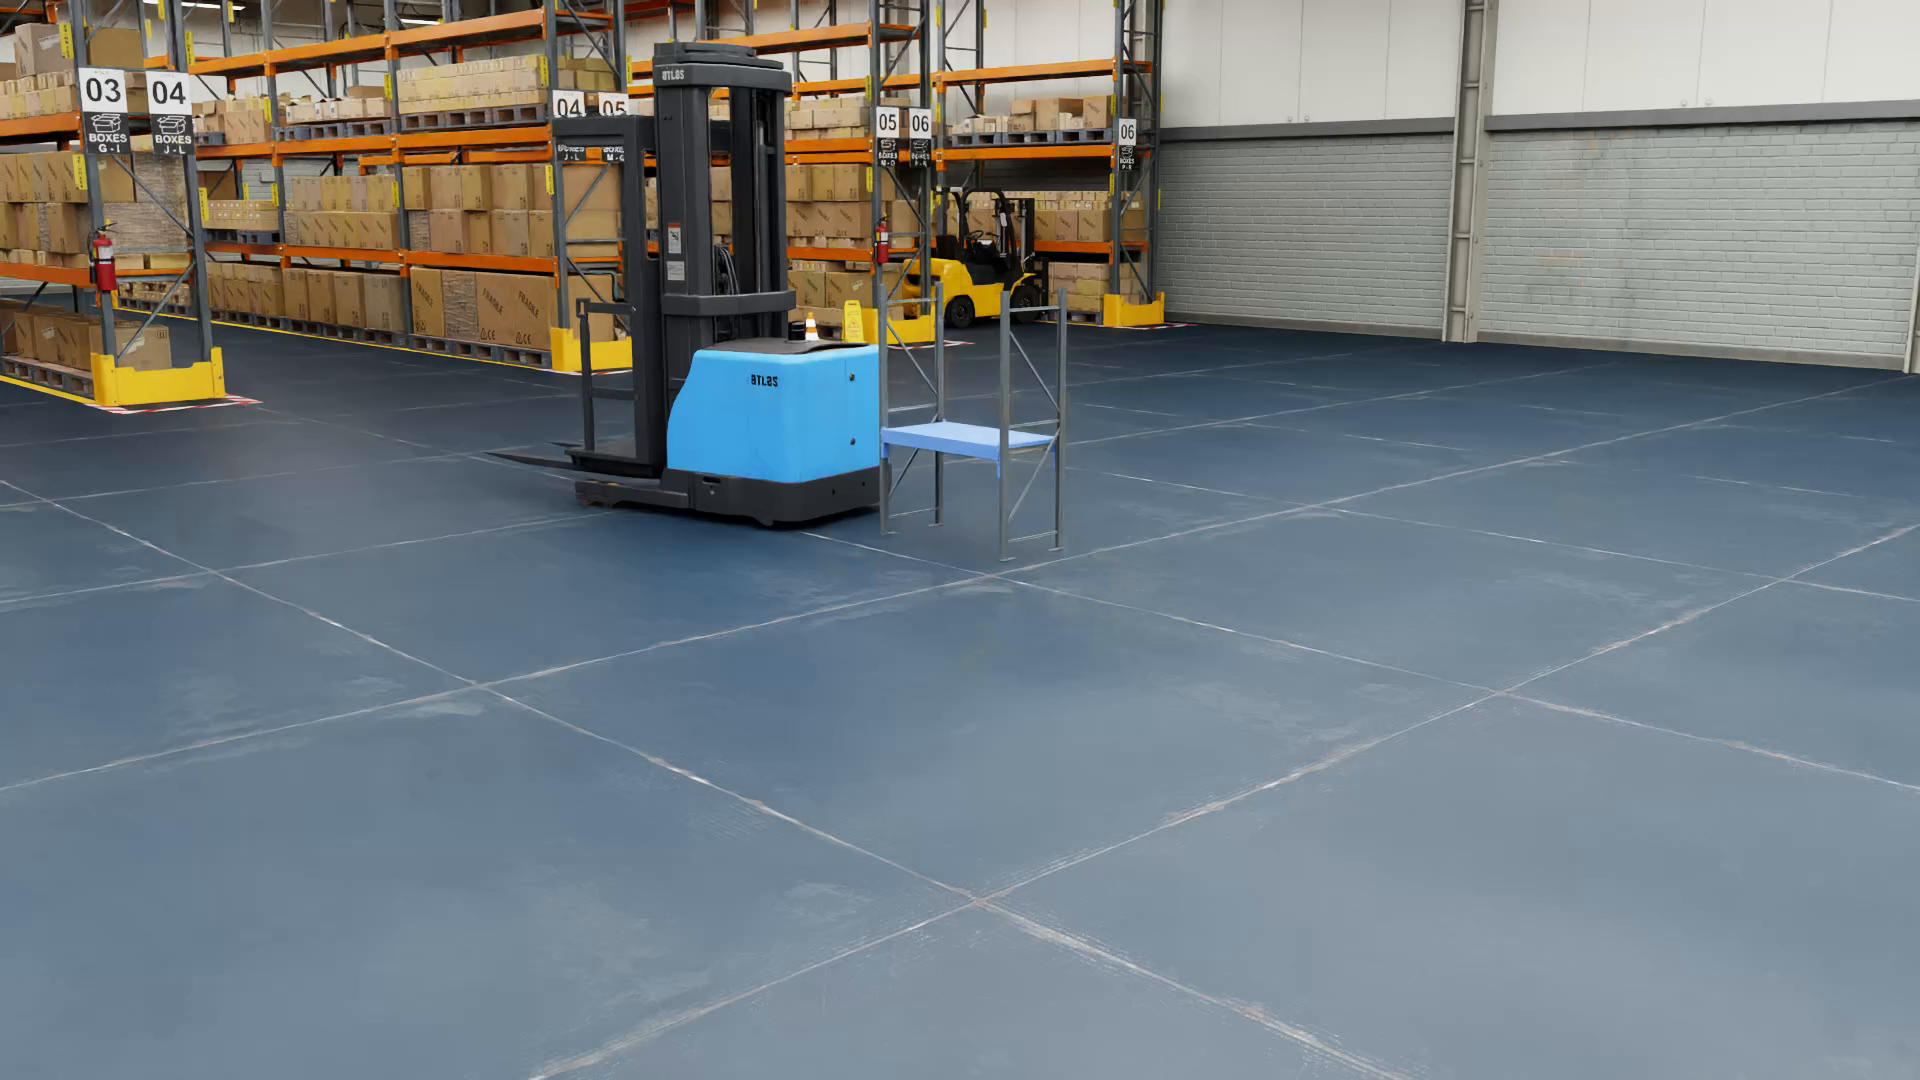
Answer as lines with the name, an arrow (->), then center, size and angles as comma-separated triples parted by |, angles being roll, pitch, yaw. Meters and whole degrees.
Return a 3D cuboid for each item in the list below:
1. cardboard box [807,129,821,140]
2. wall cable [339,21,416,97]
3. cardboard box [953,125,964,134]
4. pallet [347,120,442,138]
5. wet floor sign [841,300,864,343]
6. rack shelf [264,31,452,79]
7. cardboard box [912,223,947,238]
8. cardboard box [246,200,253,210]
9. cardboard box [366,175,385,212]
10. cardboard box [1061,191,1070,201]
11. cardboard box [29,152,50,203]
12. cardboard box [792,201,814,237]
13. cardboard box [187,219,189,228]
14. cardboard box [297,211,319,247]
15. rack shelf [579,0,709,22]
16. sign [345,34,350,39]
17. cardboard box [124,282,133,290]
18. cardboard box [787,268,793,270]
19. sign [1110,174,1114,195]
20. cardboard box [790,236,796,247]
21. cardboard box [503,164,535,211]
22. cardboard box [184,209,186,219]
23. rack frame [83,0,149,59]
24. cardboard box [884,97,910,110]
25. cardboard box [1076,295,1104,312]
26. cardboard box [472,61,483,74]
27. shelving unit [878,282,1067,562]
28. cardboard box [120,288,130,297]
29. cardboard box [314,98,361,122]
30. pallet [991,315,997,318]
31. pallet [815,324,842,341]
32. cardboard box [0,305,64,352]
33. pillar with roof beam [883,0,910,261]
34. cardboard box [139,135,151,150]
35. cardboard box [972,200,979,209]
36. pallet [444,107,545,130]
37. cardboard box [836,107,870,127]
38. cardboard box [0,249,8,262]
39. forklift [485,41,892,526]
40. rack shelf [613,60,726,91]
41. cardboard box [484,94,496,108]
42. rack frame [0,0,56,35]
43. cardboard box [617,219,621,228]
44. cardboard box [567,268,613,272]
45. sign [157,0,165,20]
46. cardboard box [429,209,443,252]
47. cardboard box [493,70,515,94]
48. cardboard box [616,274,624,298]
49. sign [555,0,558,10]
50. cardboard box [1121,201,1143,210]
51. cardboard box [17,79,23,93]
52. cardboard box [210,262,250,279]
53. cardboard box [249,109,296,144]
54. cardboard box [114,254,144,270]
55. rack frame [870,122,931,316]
cardboard box -> -1.948, -5.754, 23.597 | 0.380, 0.149, 0.250 | -11, 16, -43
wall cable -> -13.407, -10.814, 40.005 | 2.988, 3.039, 0.133 | -11, 16, -43
cardboard box -> 0.103, -7.013, 28.417 | 0.380, 0.149, 0.250 | -10, 16, -41
pallet -> -7.754, -5.625, 22.823 | 1.217, 0.209, 0.805 | 11, 16, 43
wet floor sign -> -1.455, -2.914, 22.456 | 0.267, 0.644, 0.232 | -5, 13, -23
rack shelf -> -8.466, -6.805, 23.415 | 1.077, 0.370, 4.000 | -11, 16, -43
cardboard box -> -0.524, -5.483, 29.465 | 0.500, 0.250, 0.500 | -10, 16, -41
cardboard box -> -10.689, -5.125, 25.463 | 0.380, 0.149, 0.250 | -11, 16, -43
cardboard box -> -7.789, -4.808, 23.090 | 0.700, 0.500, 0.500 | -11, 16, -43
cardboard box -> 1.864, -5.584, 26.990 | 0.380, 0.149, 0.250 | -11, 16, -42
cardboard box -> -9.231, -3.739, 17.161 | 0.500, 0.500, 0.500 | -11, 16, -43
cardboard box -> -2.072, -4.627, 23.949 | 0.500, 0.500, 0.500 | -11, 16, -43
cardboard box -> -12.474, -5.212, 27.358 | 0.380, 0.149, 0.250 | -11, 16, -42
cardboard box -> -9.379, -4.579, 24.455 | 0.500, 0.500, 0.500 | -11, 16, -43
rack shelf -> -6.893, -11.193, 35.486 | 1.077, 0.370, 4.000 | -11, 16, -43
sign -> -12.267, -9.976, 33.324 | 0.100, 0.325, 0.005 | -11, 16, -43
cardboard box -> -15.047, -4.669, 30.429 | 0.380, 0.149, 0.250 | -11, 16, -43
cardboard box -> -2.627, -3.778, 24.729 | 0.500, 0.500, 0.500 | -10, 15, -40
sign -> 2.373, -5.546, 25.939 | 0.100, 0.325, 0.005 | -11, 16, -43
cardboard box -> -2.267, -4.371, 24.318 | 0.380, 0.149, 0.250 | -11, 16, -43
cardboard box -> -4.997, -4.269, 20.149 | 0.875, 0.550, 0.550 | -11, 16, -43
cardboard box -> -12.670, -5.397, 27.520 | 0.380, 0.149, 0.250 | -11, 16, -42
rack frame -> -15.372, -8.813, 30.385 | 1.000, 3.000, 0.127 | -11, 16, -43
cardboard box -> -0.910, -6.061, 23.108 | 0.380, 0.149, 0.250 | -11, 16, -43
cardboard box -> 2.222, -3.820, 26.791 | 0.500, 0.250, 0.500 | -11, 16, -42
cardboard box -> -5.678, -5.718, 20.157 | 0.380, 0.149, 0.250 | -11, 16, -43
shelving unit -> 0.059, -0.722, 9.700 | 0.538, 1.500, 1.048 | -11, 16, -43
cardboard box -> -15.242, -4.563, 30.648 | 0.380, 0.149, 0.250 | -10, 16, -41
cardboard box -> -8.806, -6.103, 23.598 | 0.500, 0.311, 0.500 | -11, 16, -44
pallet -> 0.532, -4.032, 28.960 | 1.003, 0.211, 1.213 | -11, 16, -43
pallet -> -1.400, -3.013, 24.011 | 1.003, 0.211, 1.213 | -11, 16, -43
cardboard box -> -11.150, -2.530, 19.864 | 0.500, 0.500, 0.700 | 10, 15, 41
pillar with roof beam -> -4.311, -8.377, 28.272 | 9.100, 9.000, 0.400 | -11, 16, -43
cardboard box -> -13.831, -6.869, 28.756 | 0.500, 0.250, 0.500 | -11, 16, -43
cardboard box -> 0.423, -5.732, 28.443 | 0.380, 0.149, 0.250 | -11, 16, -43
pallet -> -5.689, -5.250, 20.746 | 1.003, 0.211, 1.213 | -11, 16, -43
cardboard box -> -1.360, -5.822, 22.939 | 0.500, 0.250, 0.500 | -11, 16, -43
cardboard box -> -10.455, -3.179, 18.532 | 0.380, 0.149, 0.250 | -11, 16, -43
forklift -> -1.948, -1.726, 11.026 | 3.031, 2.935, 1.130 | 8, 14, 34
rack shelf -> -4.956, -7.510, 26.834 | 1.077, 0.370, 4.000 | -11, 16, -43
cardboard box -> -5.500, -5.290, 20.055 | 0.380, 0.149, 0.250 | -11, 16, -43
rack frame -> -10.742, -6.385, 18.602 | 1.000, 3.000, 0.127 | -11, 16, -43
cardboard box -> -5.522, -5.261, 27.596 | 0.380, 0.149, 0.250 | -10, 15, -39
cardboard box -> -6.754, -4.689, 29.461 | 0.875, 0.875, 0.875 | -11, 16, -43
sign -> -13.015, -8.652, 27.096 | 0.100, 0.325, 0.005 | -11, 16, -43
cardboard box -> -6.425, -4.067, 21.848 | 0.875, 0.550, 0.550 | -11, 16, -43
cardboard box -> -5.207, -5.441, 19.799 | 0.500, 0.250, 0.500 | -11, 16, -42
cardboard box -> -4.841, -3.722, 24.861 | 0.500, 0.500, 0.500 | -11, 16, -43
sign -> -6.736, -8.807, 27.650 | 0.100, 0.325, 0.005 | -11, 16, -43
cardboard box -> 2.729, -5.388, 26.777 | 0.250, 0.149, 0.380 | 11, 16, 44
cardboard box -> -9.610, -4.729, 17.383 | 0.380, 0.149, 0.250 | -10, 16, -41
cardboard box -> -11.921, -4.417, 27.214 | 0.500, 0.250, 0.500 | -10, 16, -41
cardboard box -> -10.425, -6.273, 25.244 | 0.500, 0.500, 0.500 | -11, 16, -43
cardboard box -> -8.326, -2.753, 16.461 | 0.380, 0.149, 0.250 | -11, 16, -43
rack frame -> -0.812, -4.244, 23.077 | 1.000, 3.000, 0.127 | -11, 16, -43
